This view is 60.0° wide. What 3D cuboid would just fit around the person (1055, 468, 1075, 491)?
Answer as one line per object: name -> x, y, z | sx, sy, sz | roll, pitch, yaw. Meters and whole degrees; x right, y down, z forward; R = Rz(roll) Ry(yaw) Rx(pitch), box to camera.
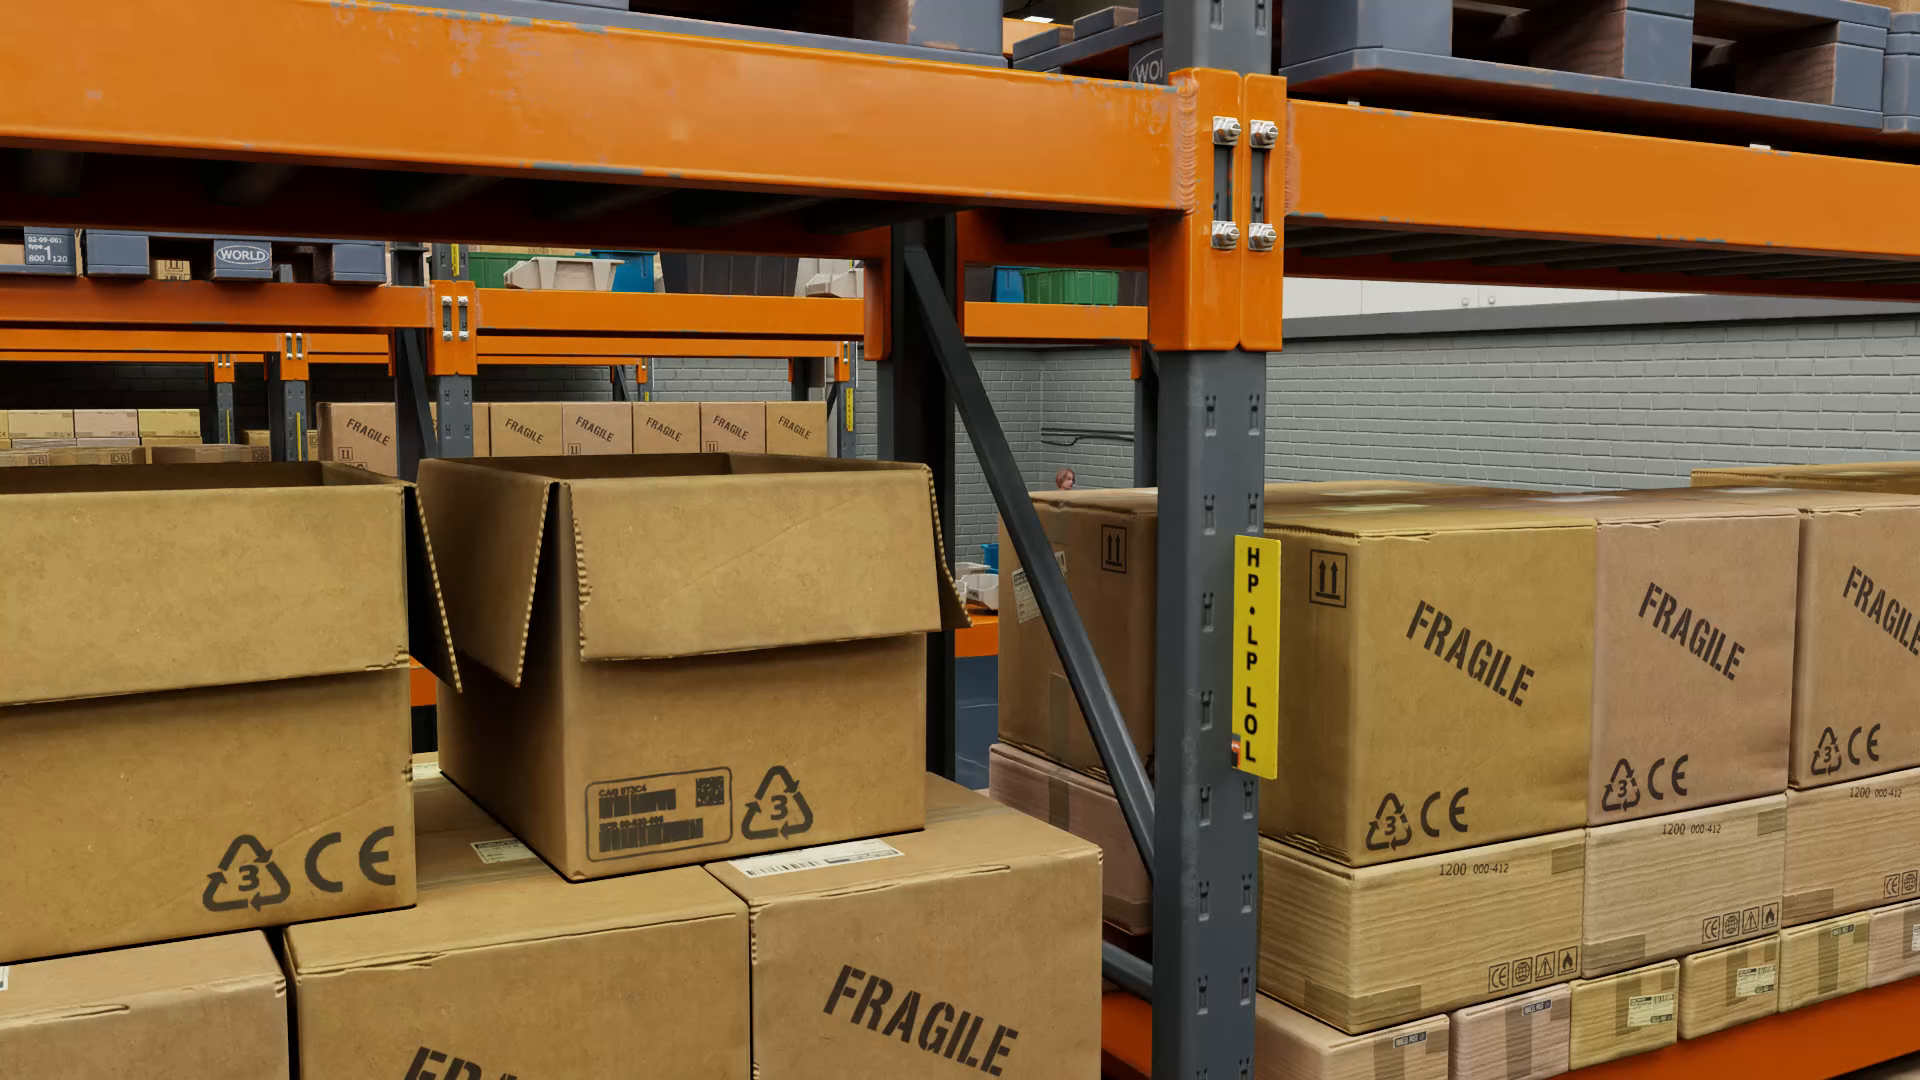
person -> 1.152, 0.045, 17.243 | 0.473, 1.551, 0.697 | -3, 6, -28
